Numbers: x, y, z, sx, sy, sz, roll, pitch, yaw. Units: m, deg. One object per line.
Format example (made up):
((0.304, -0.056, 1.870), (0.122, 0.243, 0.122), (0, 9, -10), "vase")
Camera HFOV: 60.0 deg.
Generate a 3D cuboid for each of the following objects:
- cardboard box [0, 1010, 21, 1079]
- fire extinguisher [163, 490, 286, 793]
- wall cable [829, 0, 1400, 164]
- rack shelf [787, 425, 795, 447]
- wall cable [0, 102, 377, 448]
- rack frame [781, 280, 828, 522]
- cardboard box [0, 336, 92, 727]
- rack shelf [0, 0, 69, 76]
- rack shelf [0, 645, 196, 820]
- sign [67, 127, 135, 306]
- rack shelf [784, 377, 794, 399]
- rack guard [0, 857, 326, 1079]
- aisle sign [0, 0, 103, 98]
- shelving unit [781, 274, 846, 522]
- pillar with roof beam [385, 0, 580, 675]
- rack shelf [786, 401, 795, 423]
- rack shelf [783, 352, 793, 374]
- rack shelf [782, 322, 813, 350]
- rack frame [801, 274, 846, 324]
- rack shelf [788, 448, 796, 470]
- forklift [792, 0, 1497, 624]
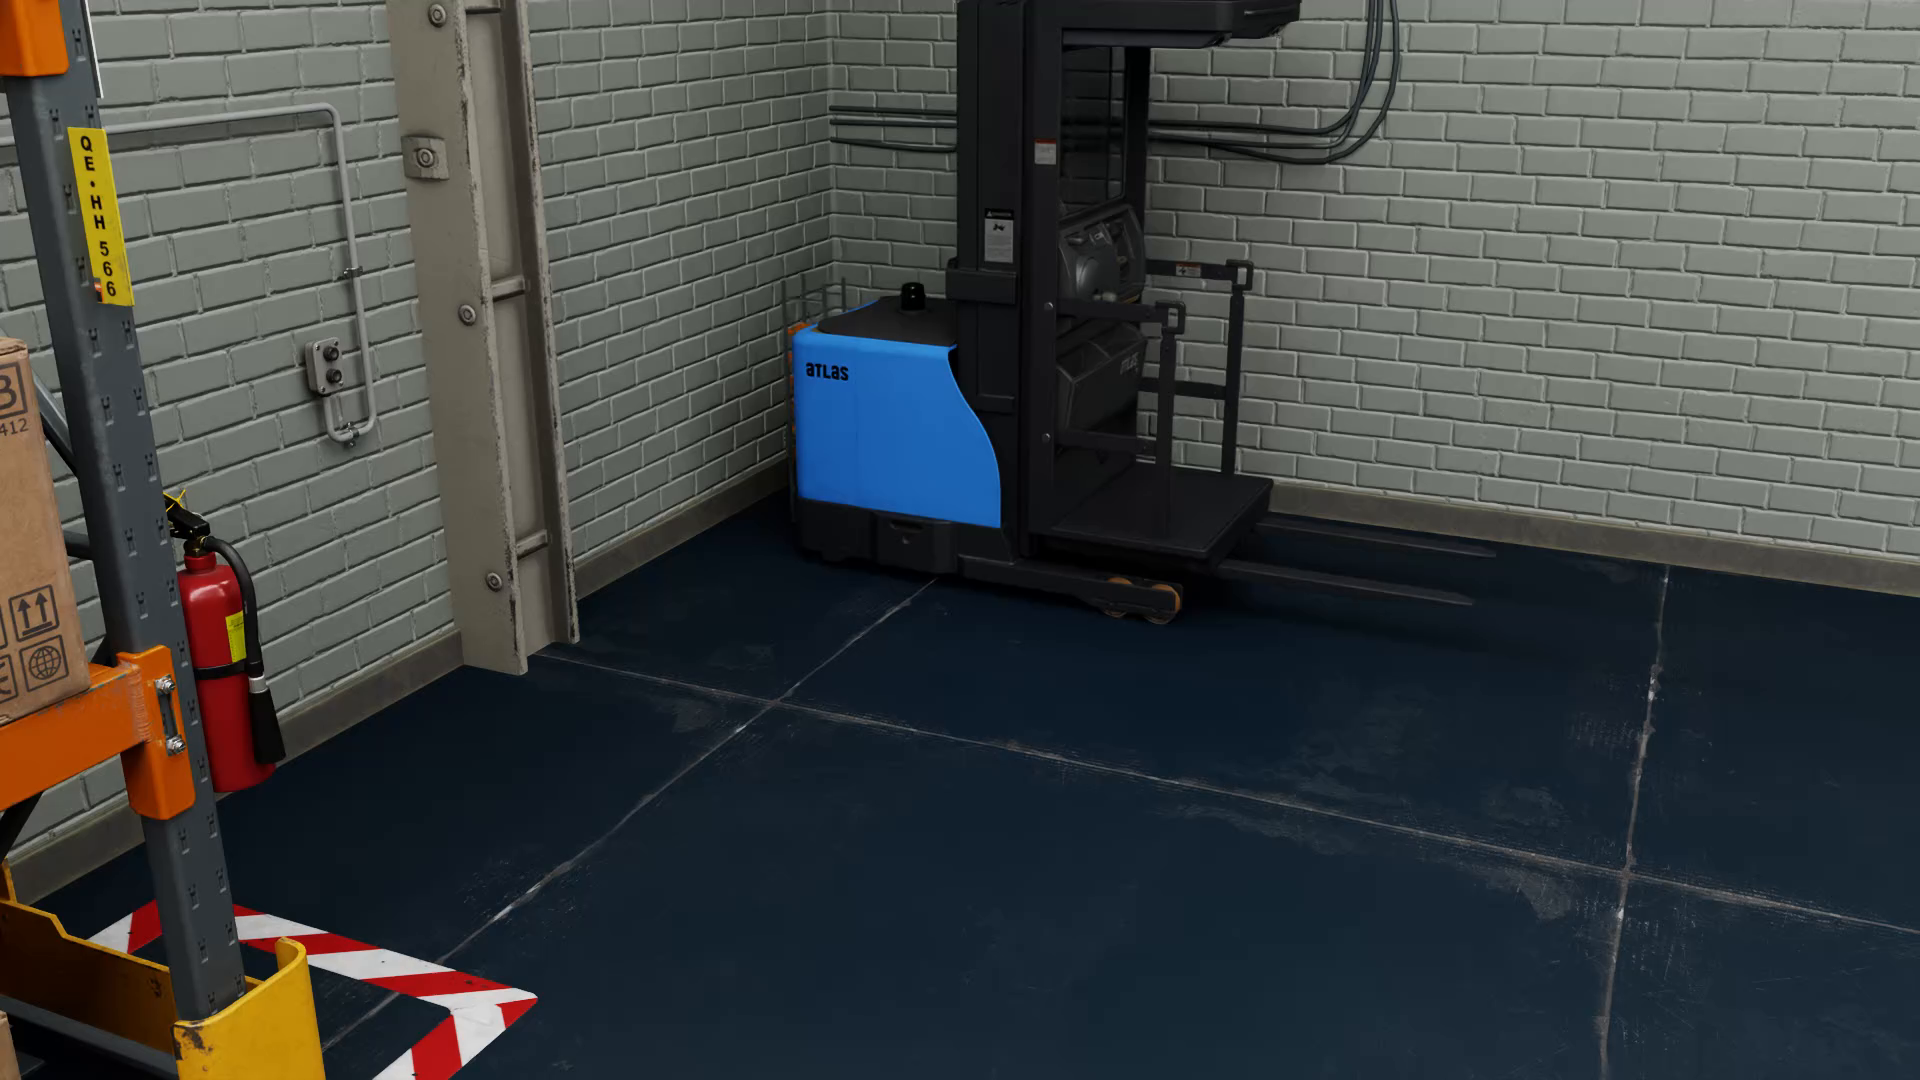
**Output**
((-2.287, 1.186, 3.262), (0.700, 0.500, 0.500), (9, 21, 23), "cardboard box")
((-1.609, 0.207, 3.581), (0.296, 0.674, 0.183), (9, 21, 23), "fire extinguisher")
((0.550, -3.066, 7.793), (3.097, 2.526, 0.112), (9, 21, 23), "wall cable")
((-0.687, -0.513, 8.108), (0.258, 0.103, 0.180), (8, 21, 24), "rack shelf")
((-2.431, -1.022, 4.850), (0.084, 1.984, 1.851), (9, 21, 23), "wall cable")
((-0.727, -0.640, 7.975), (0.240, 1.200, 0.006), (8, 21, 24), "rack frame")
((-2.292, -0.006, 3.062), (0.980, 0.700, 0.700), (10, 22, 25), "cardboard box")
((-2.911, -0.485, 1.453), (1.077, 0.370, 4.000), (9, 21, 23), "rack shelf")
((-2.911, 0.928, 1.956), (1.077, 0.370, 4.000), (9, 21, 23), "rack shelf")
((-1.603, -0.600, 3.099), (0.100, 0.325, 0.005), (9, 21, 23), "sign")
((-0.689, -0.739, 8.028), (0.258, 0.103, 0.180), (8, 21, 24), "rack shelf")
((-2.082, 1.148, 3.994), (1.175, 0.500, 0.348), (9, 21, 23), "rack guard")
((-1.789, -1.228, 3.065), (0.394, 0.787, 0.004), (9, 21, 23), "aisle sign")
((-0.688, -0.668, 8.053), (0.258, 1.200, 0.189), (8, 21, 24), "shelving unit")
((2.152, -3.202, 3.543), (9.100, 9.000, 0.400), (9, 21, 23), "pillar with roof beam")
((-0.688, -0.626, 8.068), (0.258, 0.103, 0.180), (8, 21, 24), "rack shelf")
((-0.690, -0.852, 7.988), (0.258, 0.103, 0.180), (8, 21, 24), "rack shelf")
((-0.691, -0.966, 7.948), (0.258, 0.103, 0.180), (8, 21, 24), "rack shelf")
((-0.650, -0.696, 8.131), (0.240, 1.200, 0.006), (8, 21, 24), "rack frame")
((-0.687, -0.400, 8.147), (0.258, 0.103, 0.180), (8, 21, 24), "rack shelf")
((0.797, -1.230, 7.053), (3.031, 2.935, 1.130), (9, 21, 23), "forklift")
